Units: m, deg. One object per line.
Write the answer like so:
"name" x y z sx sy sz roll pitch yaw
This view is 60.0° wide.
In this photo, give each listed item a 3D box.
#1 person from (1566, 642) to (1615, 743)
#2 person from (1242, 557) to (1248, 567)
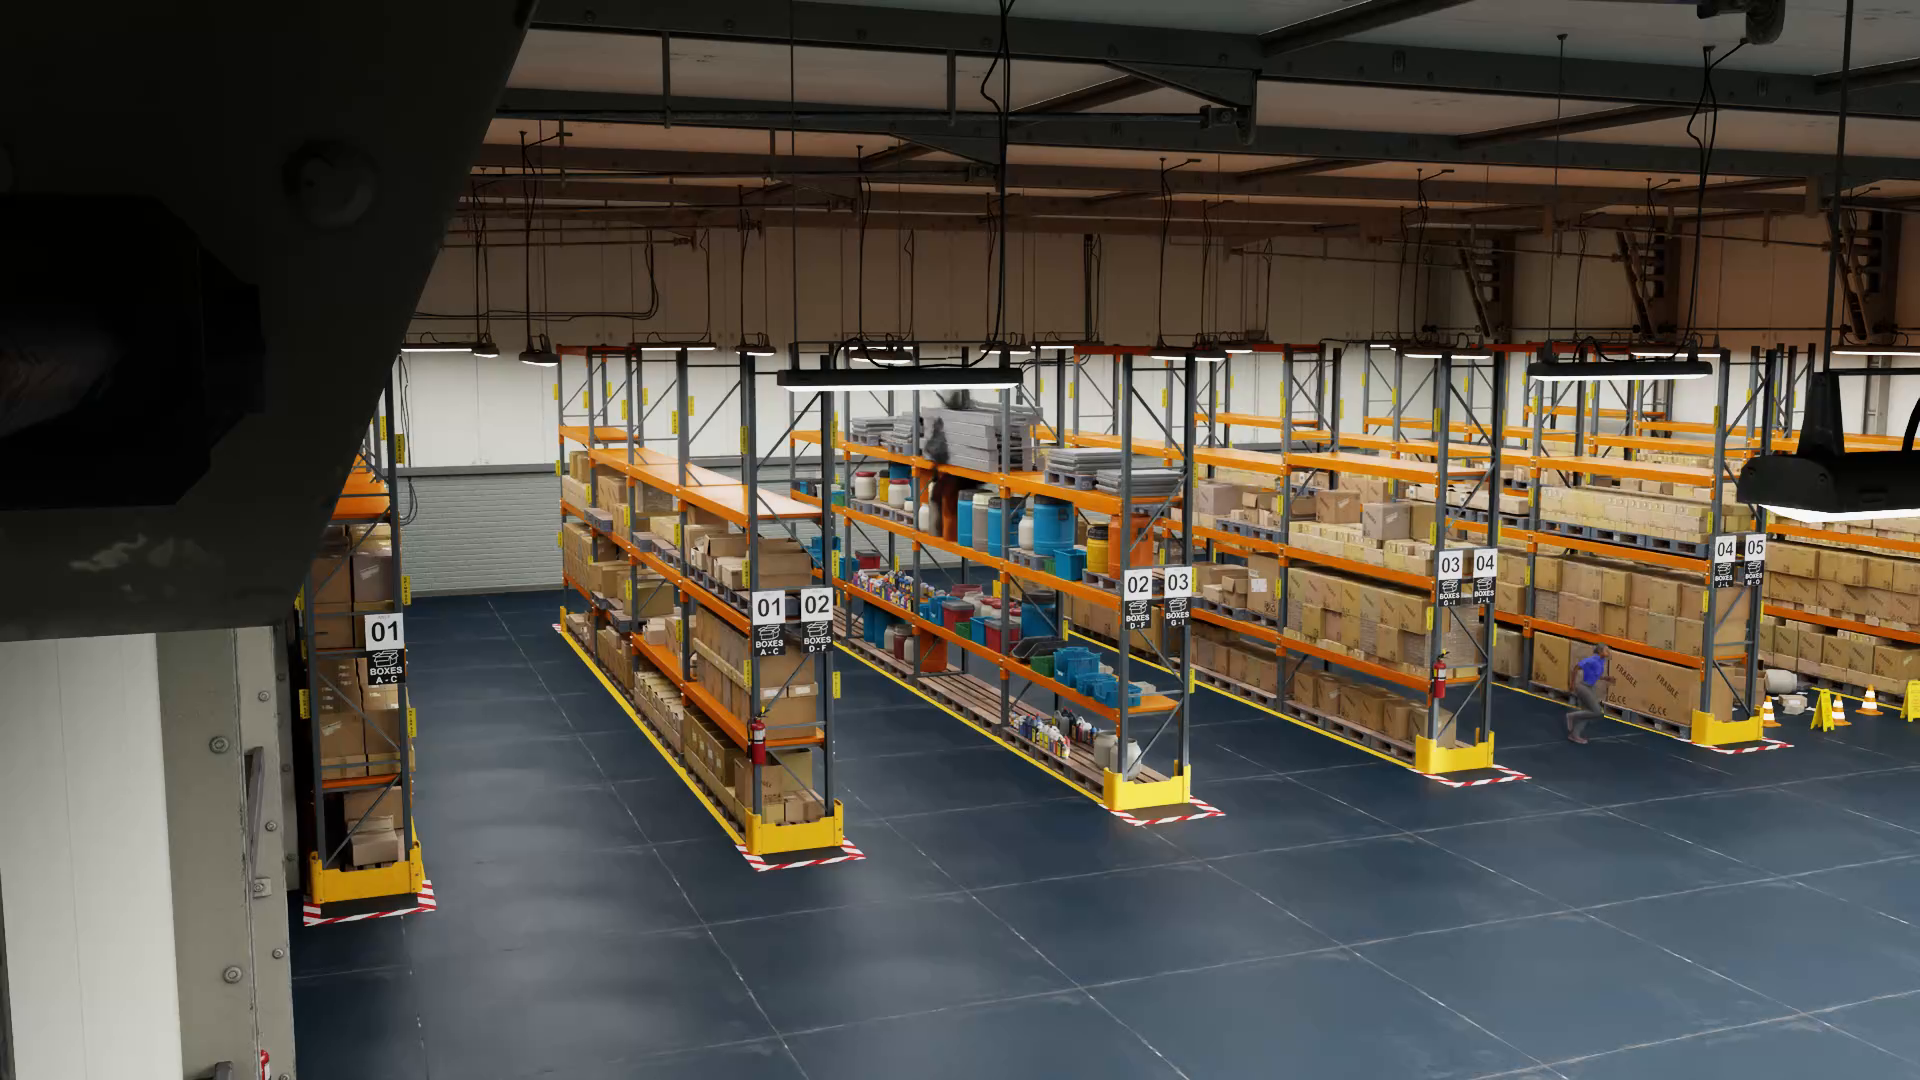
"person" 9.657 2.345 25.446 0.673 1.568 0.561 5 9 32
"person" 7.206 0.269 41.074 0.719 1.724 0.540 -6 9 -38
